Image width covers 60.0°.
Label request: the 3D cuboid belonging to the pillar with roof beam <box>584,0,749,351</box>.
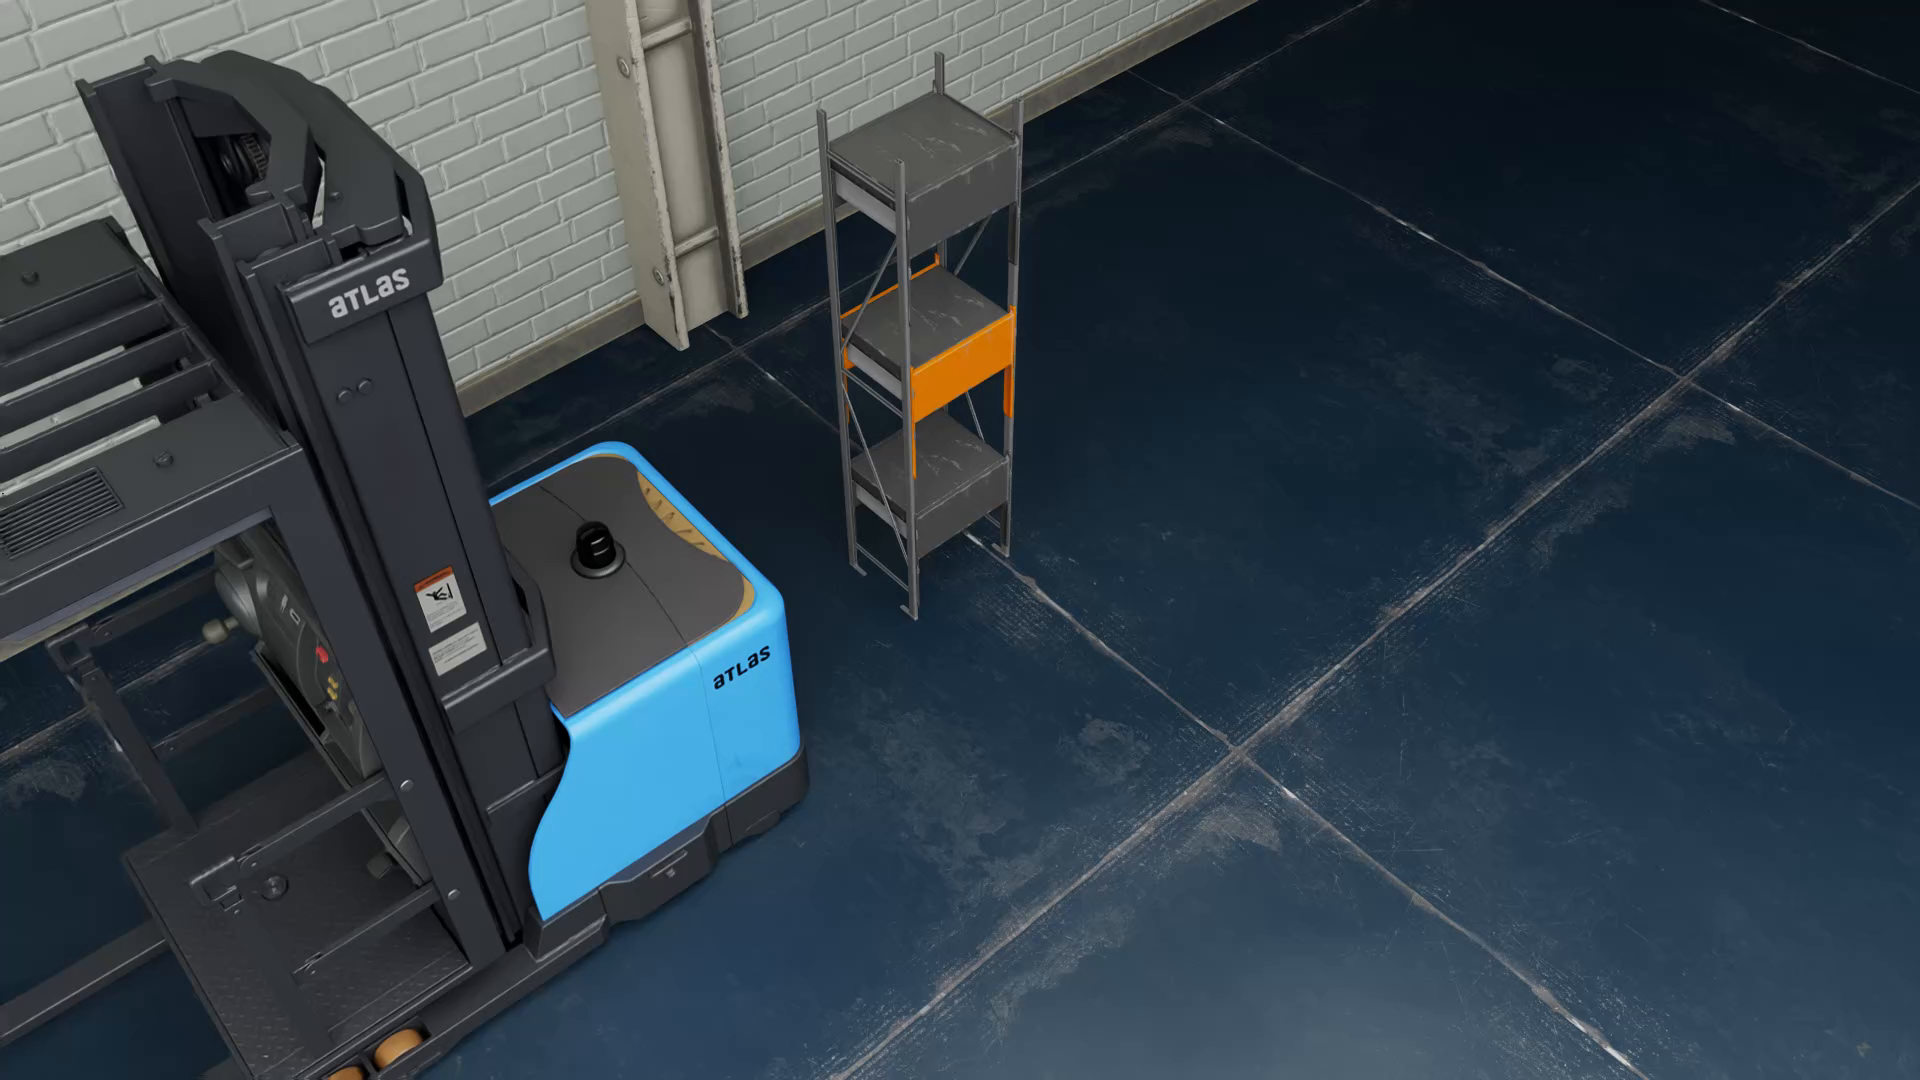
[{"bbox_3d":[1.670,-1.747,2.239,0.400,9.000,9.100,-34,56,-27],"label":"pillar with roof beam"}]

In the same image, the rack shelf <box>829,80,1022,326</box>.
[{"bbox_3d":[-0.122,-1.096,5.398,0.480,0.518,0.431,-34,56,-27],"label":"rack shelf"}]

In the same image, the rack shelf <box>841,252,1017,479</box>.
[{"bbox_3d":[-0.122,-0.621,5.913,0.480,0.518,0.431,-34,56,-27],"label":"rack shelf"}]

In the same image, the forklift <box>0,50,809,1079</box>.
[{"bbox_3d":[-1.984,0.341,4.441,3.031,2.935,1.130,-32,55,-26],"label":"forklift"}]

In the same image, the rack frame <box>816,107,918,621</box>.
[{"bbox_3d":[-0.303,-0.510,5.791,0.015,2.100,0.400,-34,56,-27],"label":"rack frame"}]

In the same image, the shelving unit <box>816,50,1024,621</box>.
[{"bbox_3d":[-0.122,-0.630,5.903,0.503,2.100,0.431,-34,56,-27],"label":"shelving unit"}]

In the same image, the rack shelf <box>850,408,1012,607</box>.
[{"bbox_3d":[-0.122,-0.146,6.427,0.480,0.518,0.431,-34,56,-27],"label":"rack shelf"}]

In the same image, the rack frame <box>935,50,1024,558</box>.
[{"bbox_3d":[0.058,-0.751,6.014,0.015,2.100,0.400,-34,56,-27],"label":"rack frame"}]
